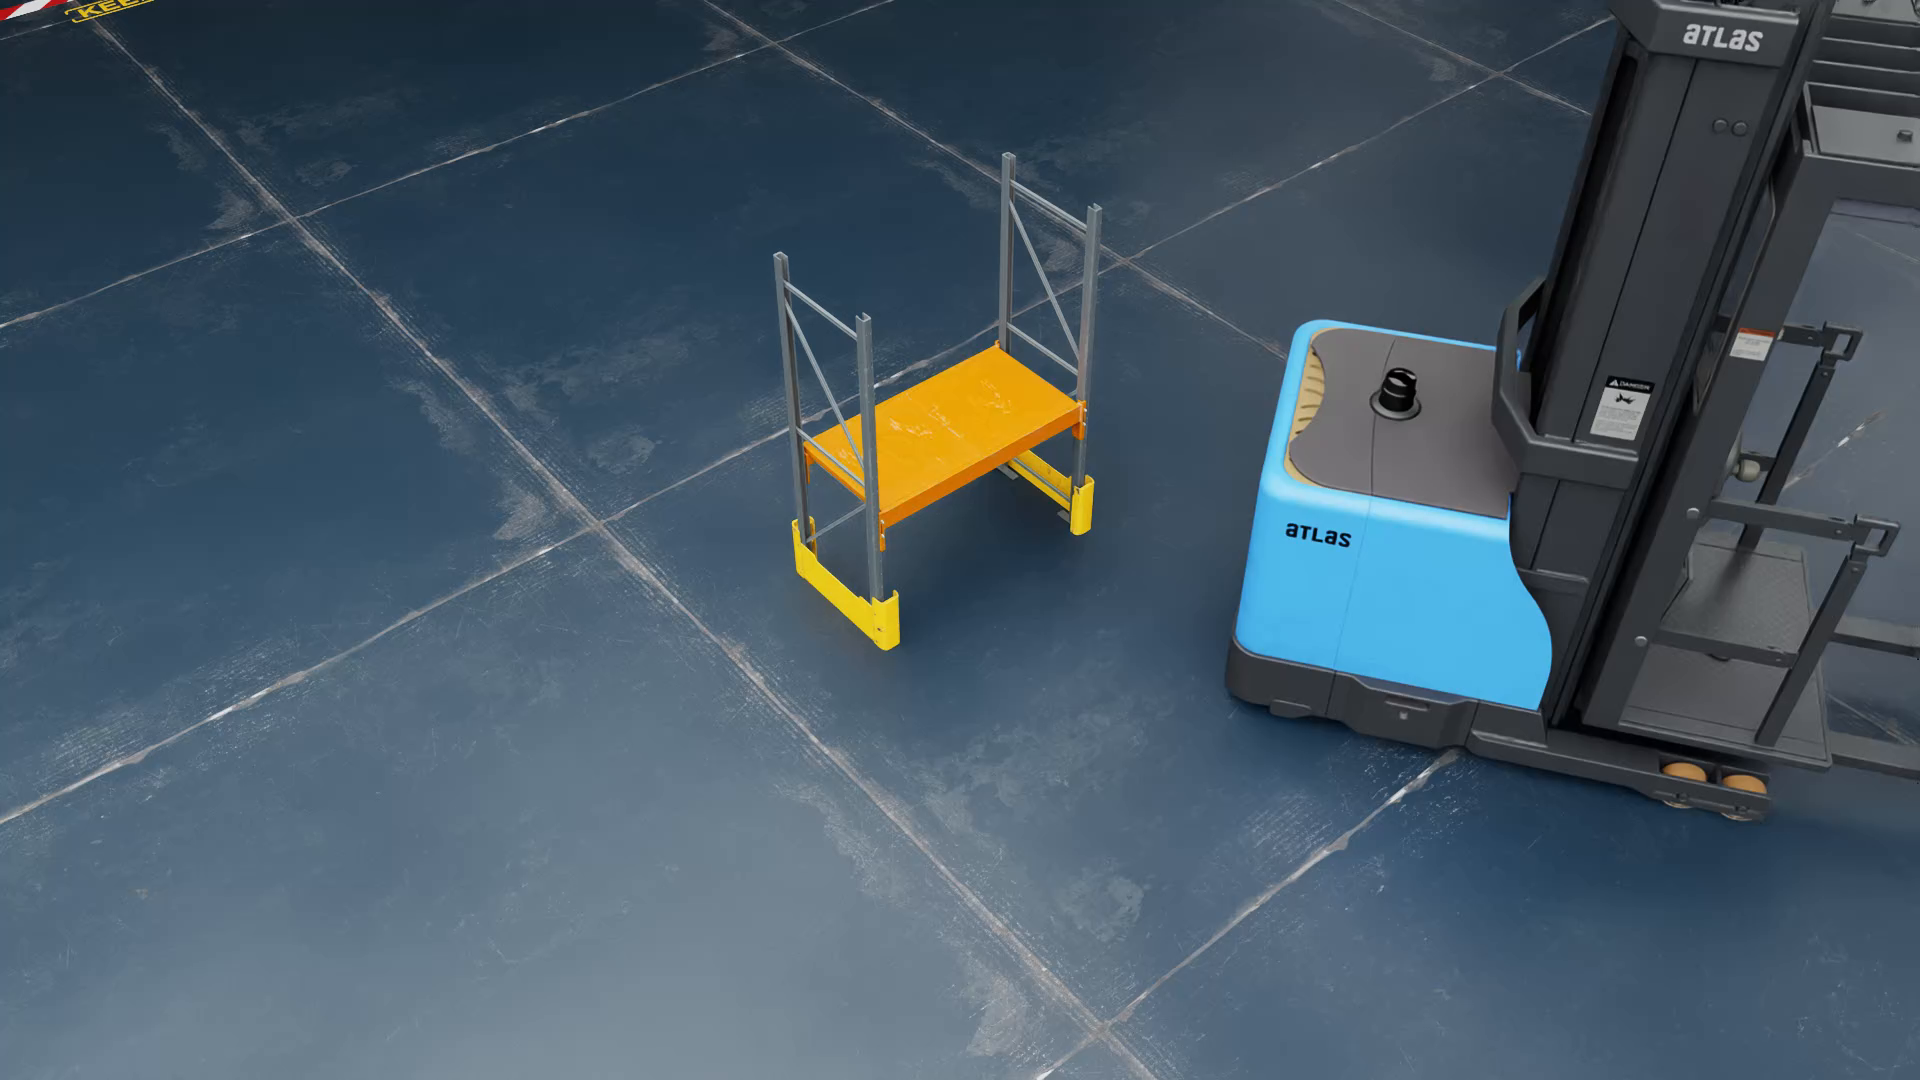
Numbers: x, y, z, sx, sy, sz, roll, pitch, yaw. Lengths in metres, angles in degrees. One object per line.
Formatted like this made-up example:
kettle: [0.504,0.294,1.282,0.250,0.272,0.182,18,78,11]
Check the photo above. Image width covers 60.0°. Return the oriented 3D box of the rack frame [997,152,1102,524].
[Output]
rack frame: [0.324,-0.733,6.434,0.032,1.500,0.500,-30,51,-28]

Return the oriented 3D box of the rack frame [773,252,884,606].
rack frame: [-0.455,-0.286,5.959,0.032,1.500,0.500,-30,51,-28]

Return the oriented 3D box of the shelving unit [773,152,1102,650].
shelving unit: [-0.058,-0.513,6.201,1.083,1.500,0.587,-30,51,-28]

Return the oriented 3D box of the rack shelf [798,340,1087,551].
rack shelf: [-0.065,-0.378,6.320,1.000,0.185,0.538,-30,51,-28]

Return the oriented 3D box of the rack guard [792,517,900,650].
rack guard: [-0.440,0.161,6.396,0.087,0.250,0.587,-30,51,-28]

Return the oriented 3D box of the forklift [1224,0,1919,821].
forklift: [2.545,-0.511,5.153,3.031,2.935,1.130,11,44,11]

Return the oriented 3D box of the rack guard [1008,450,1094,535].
rack guard: [0.324,-0.276,6.862,0.087,0.250,0.587,-30,51,-28]
